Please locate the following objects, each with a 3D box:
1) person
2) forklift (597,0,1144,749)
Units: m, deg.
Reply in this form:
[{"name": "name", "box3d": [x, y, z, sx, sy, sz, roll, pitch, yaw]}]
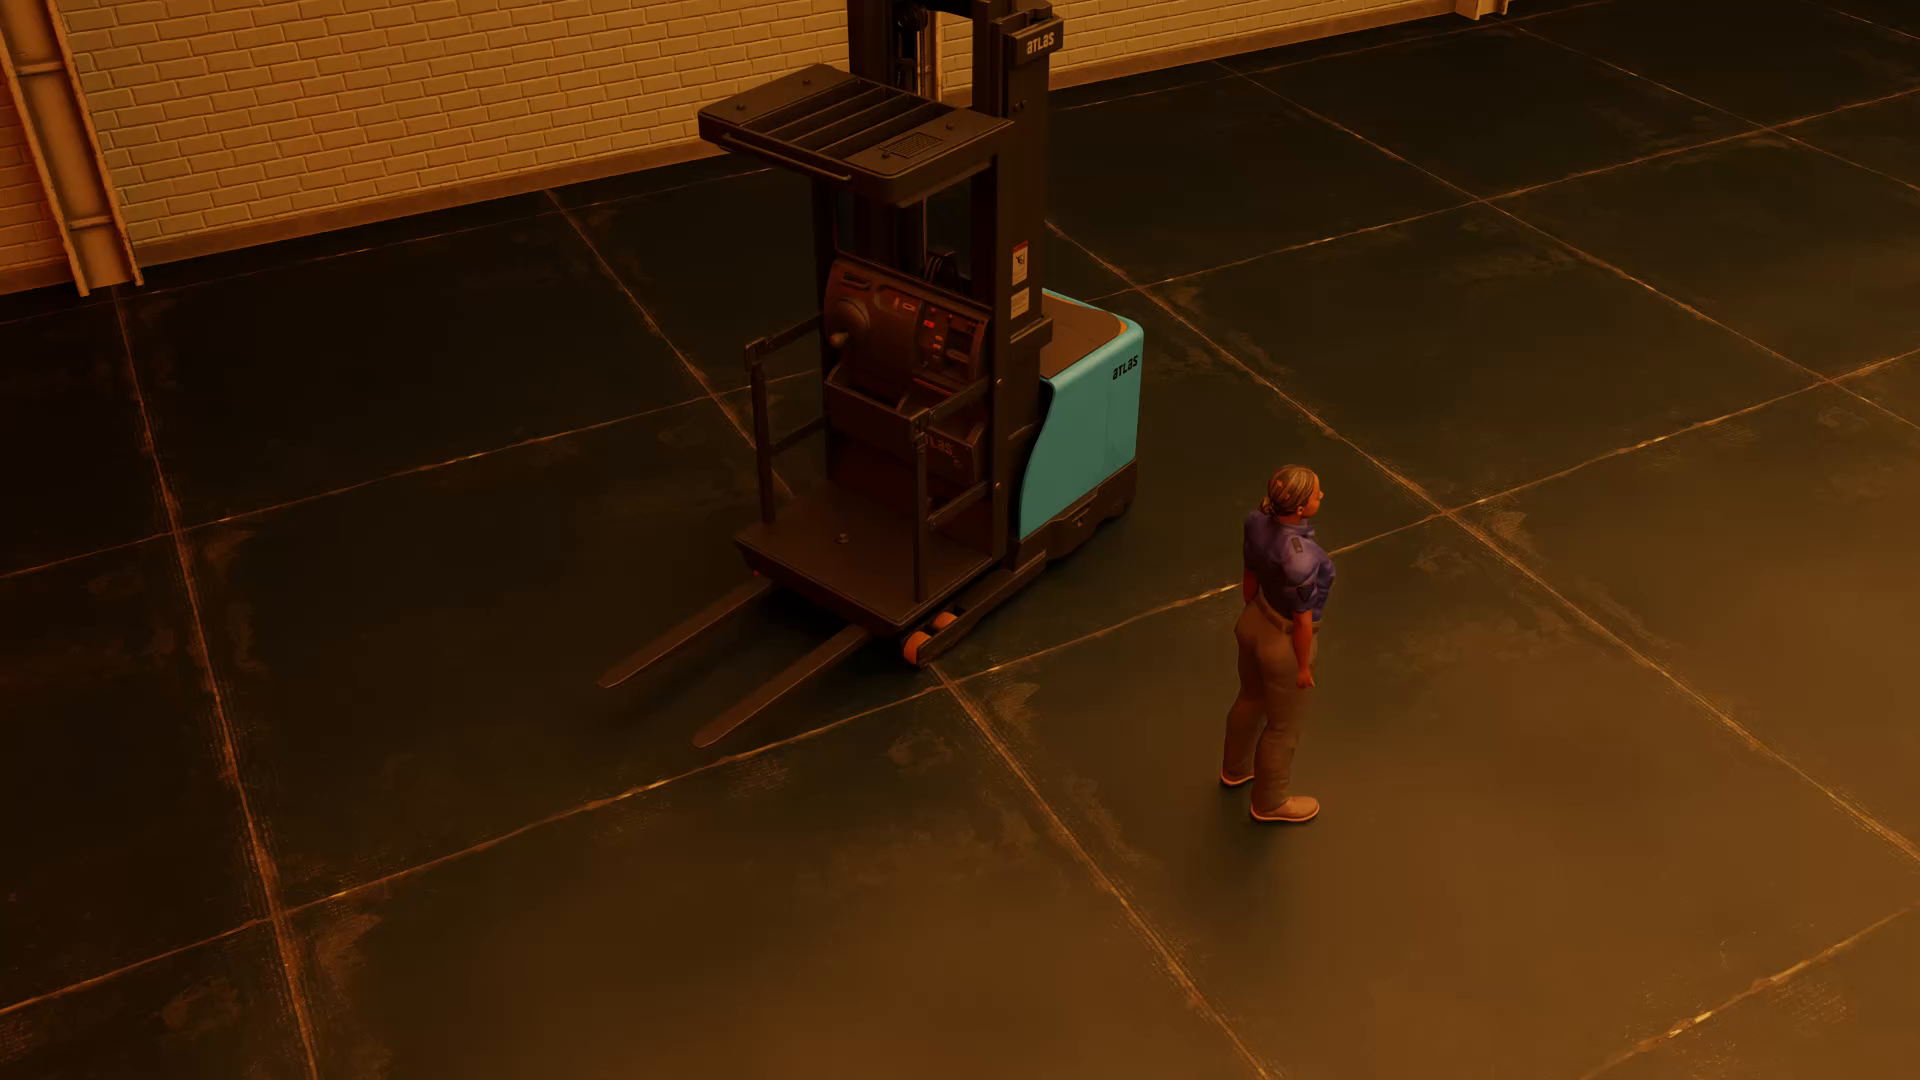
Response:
[{"name": "person", "box3d": [1.294, 0.407, 6.655, 0.341, 1.660, 0.446, -13, 37, -18]}, {"name": "forklift", "box3d": [-0.390, -0.927, 7.434, 1.130, 2.935, 3.031, 26, 43, 31]}]
